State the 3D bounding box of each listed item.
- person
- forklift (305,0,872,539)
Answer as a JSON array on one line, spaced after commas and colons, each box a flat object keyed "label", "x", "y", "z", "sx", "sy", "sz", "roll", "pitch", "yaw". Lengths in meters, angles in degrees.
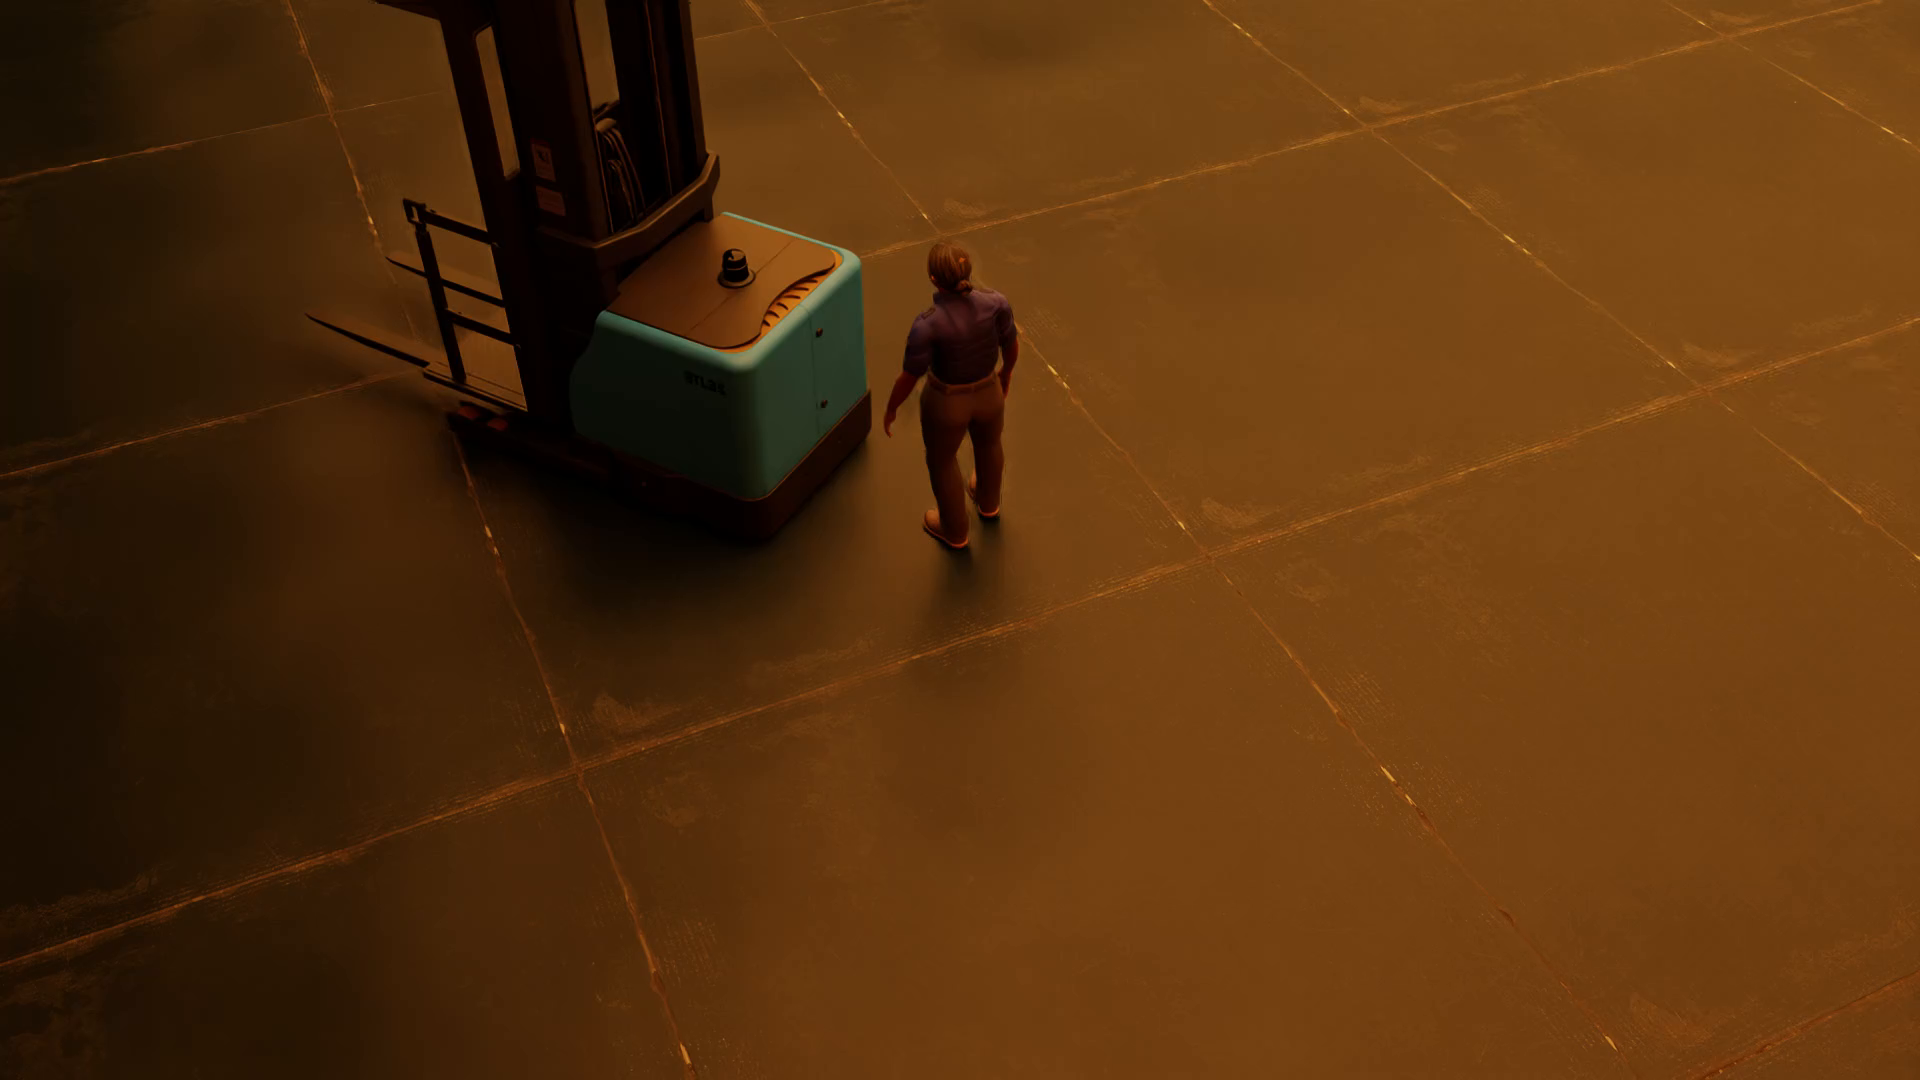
[{"label": "person", "x": -0.061, "y": -0.658, "z": 7.336, "sx": 0.626, "sy": 1.650, "sz": 0.501, "roll": -18, "pitch": 46, "yaw": -18}, {"label": "forklift", "x": -1.982, "y": -1.810, "z": 7.620, "sx": 3.031, "sy": 2.935, "sz": 1.130, "roll": 21, "pitch": 47, "yaw": 21}]
